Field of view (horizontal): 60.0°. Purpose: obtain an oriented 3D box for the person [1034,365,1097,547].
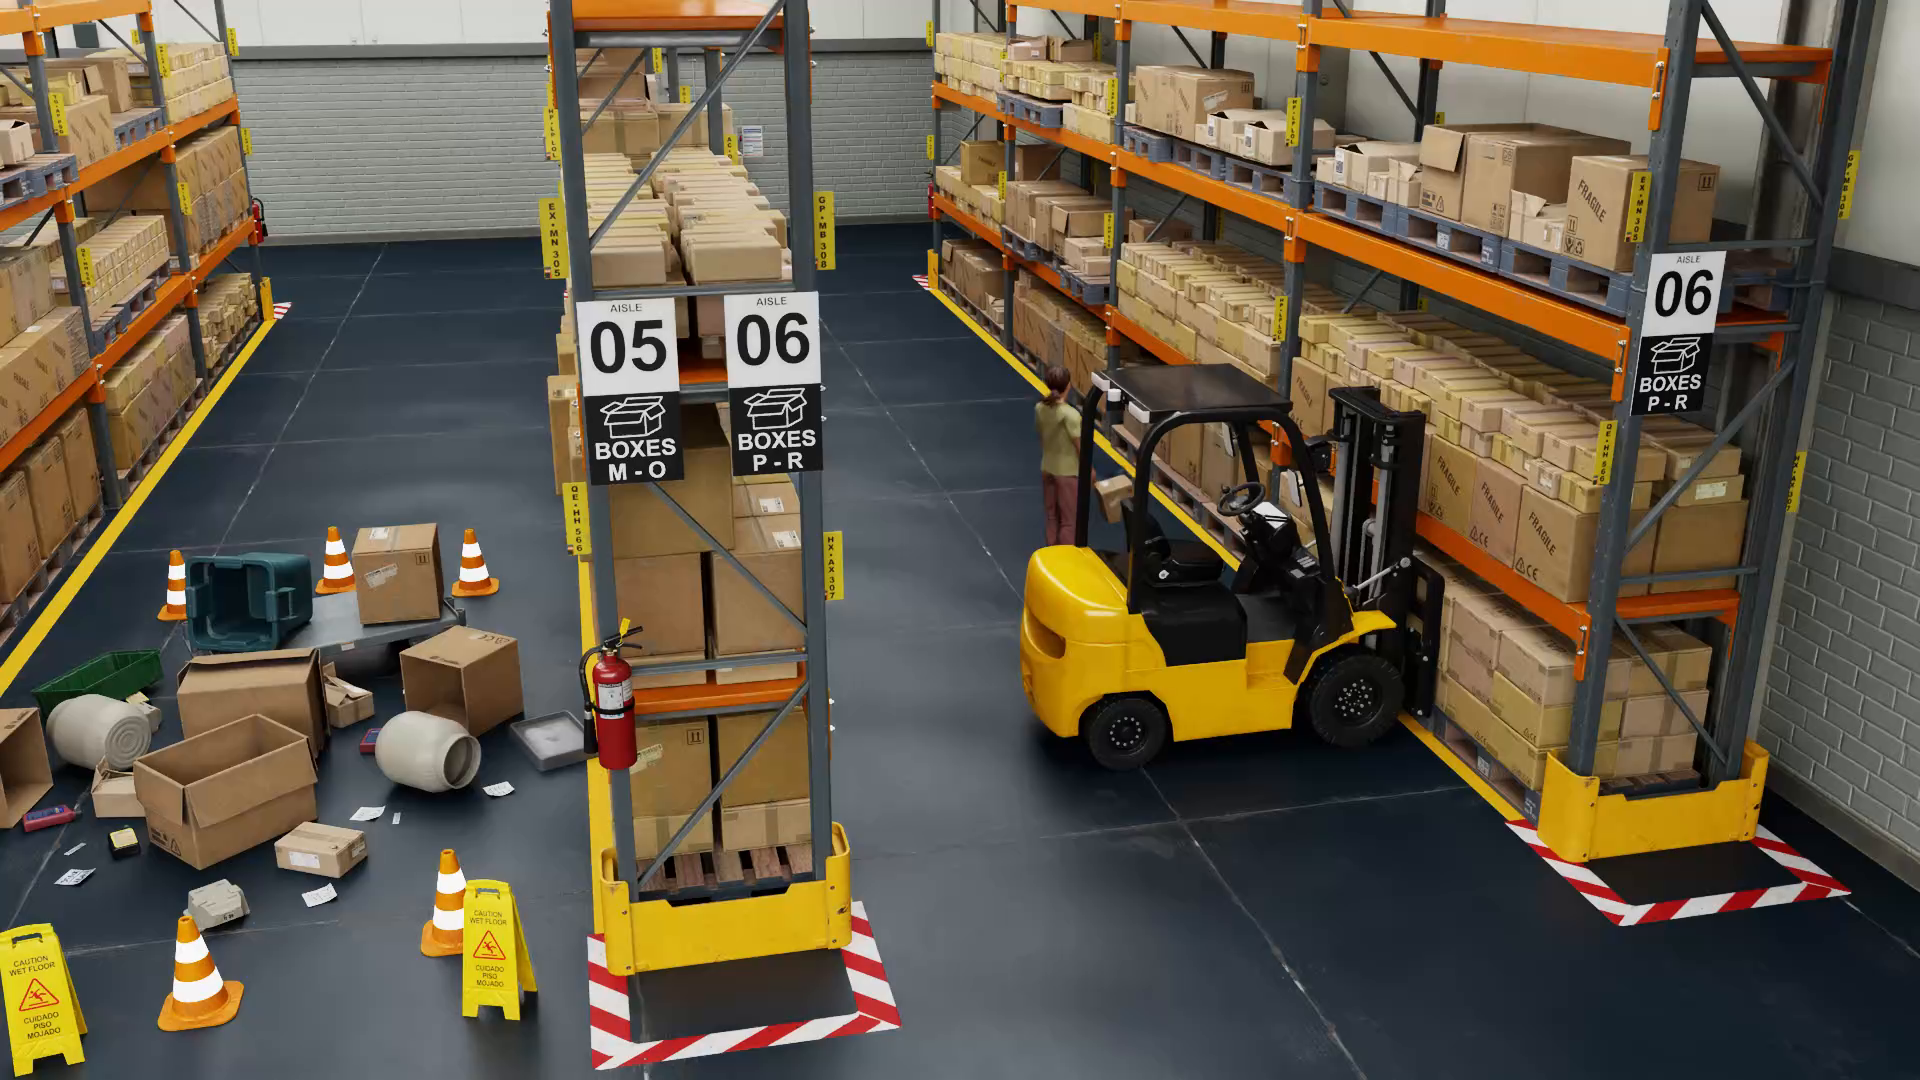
[{"bbox_3d":[0.782,-0.473,12.361,0.410,1.680,0.534,-15,25,-36],"label":"person"}]
